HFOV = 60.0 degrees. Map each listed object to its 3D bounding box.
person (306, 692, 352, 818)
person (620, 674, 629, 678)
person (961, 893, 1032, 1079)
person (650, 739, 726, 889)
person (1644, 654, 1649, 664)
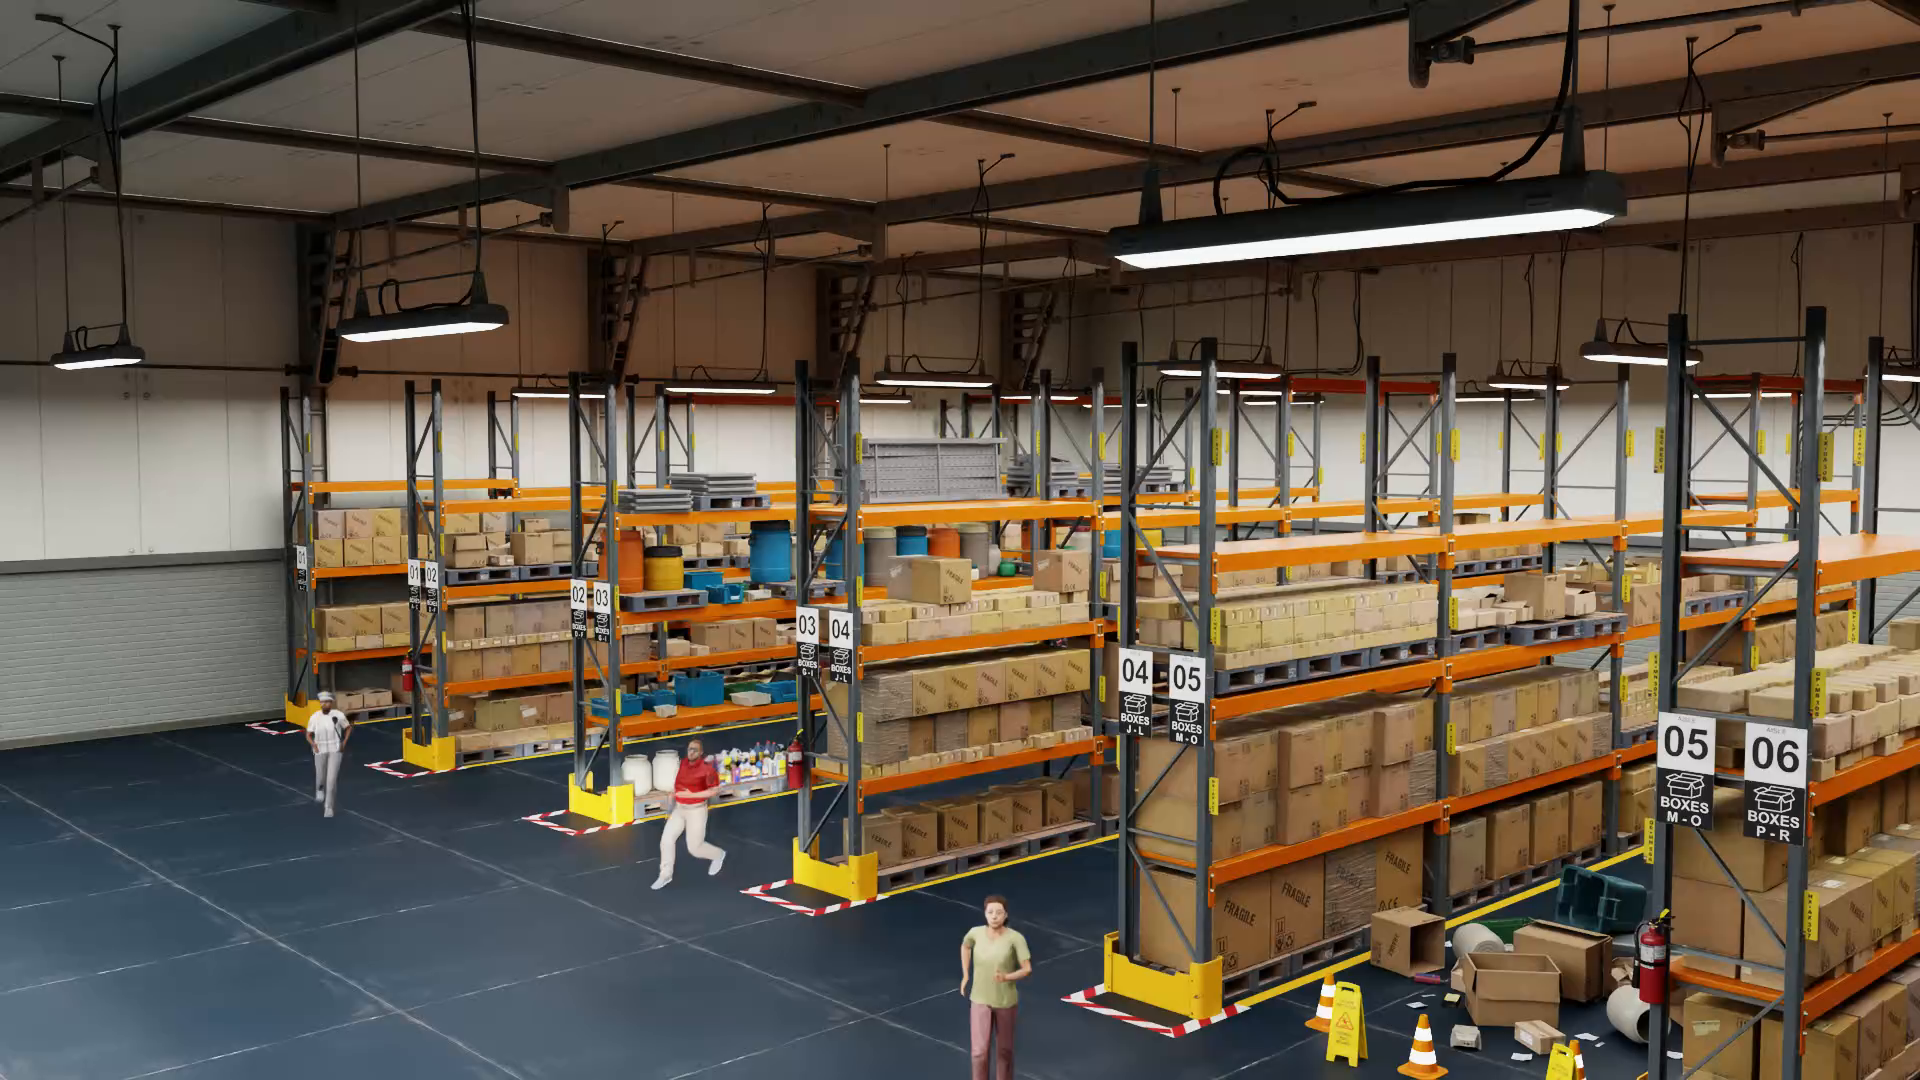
[{"bbox_3d":[-8.614,2.894,22.714,0.586,1.689,0.756,-1,4,-17],"label":"person"},{"bbox_3d":[-6.205,2.346,30.406,0.681,1.819,0.789,3,5,43],"label":"person"},{"bbox_3d":[0.262,3.508,12.539,0.544,1.705,0.835,0,4,5],"label":"person"},{"bbox_3d":[-3.049,3.129,19.060,0.690,1.707,0.876,2,4,33],"label":"person"},{"bbox_3d":[10.808,2.649,25.961,0.699,1.744,0.744,-3,5,-38],"label":"person"}]
